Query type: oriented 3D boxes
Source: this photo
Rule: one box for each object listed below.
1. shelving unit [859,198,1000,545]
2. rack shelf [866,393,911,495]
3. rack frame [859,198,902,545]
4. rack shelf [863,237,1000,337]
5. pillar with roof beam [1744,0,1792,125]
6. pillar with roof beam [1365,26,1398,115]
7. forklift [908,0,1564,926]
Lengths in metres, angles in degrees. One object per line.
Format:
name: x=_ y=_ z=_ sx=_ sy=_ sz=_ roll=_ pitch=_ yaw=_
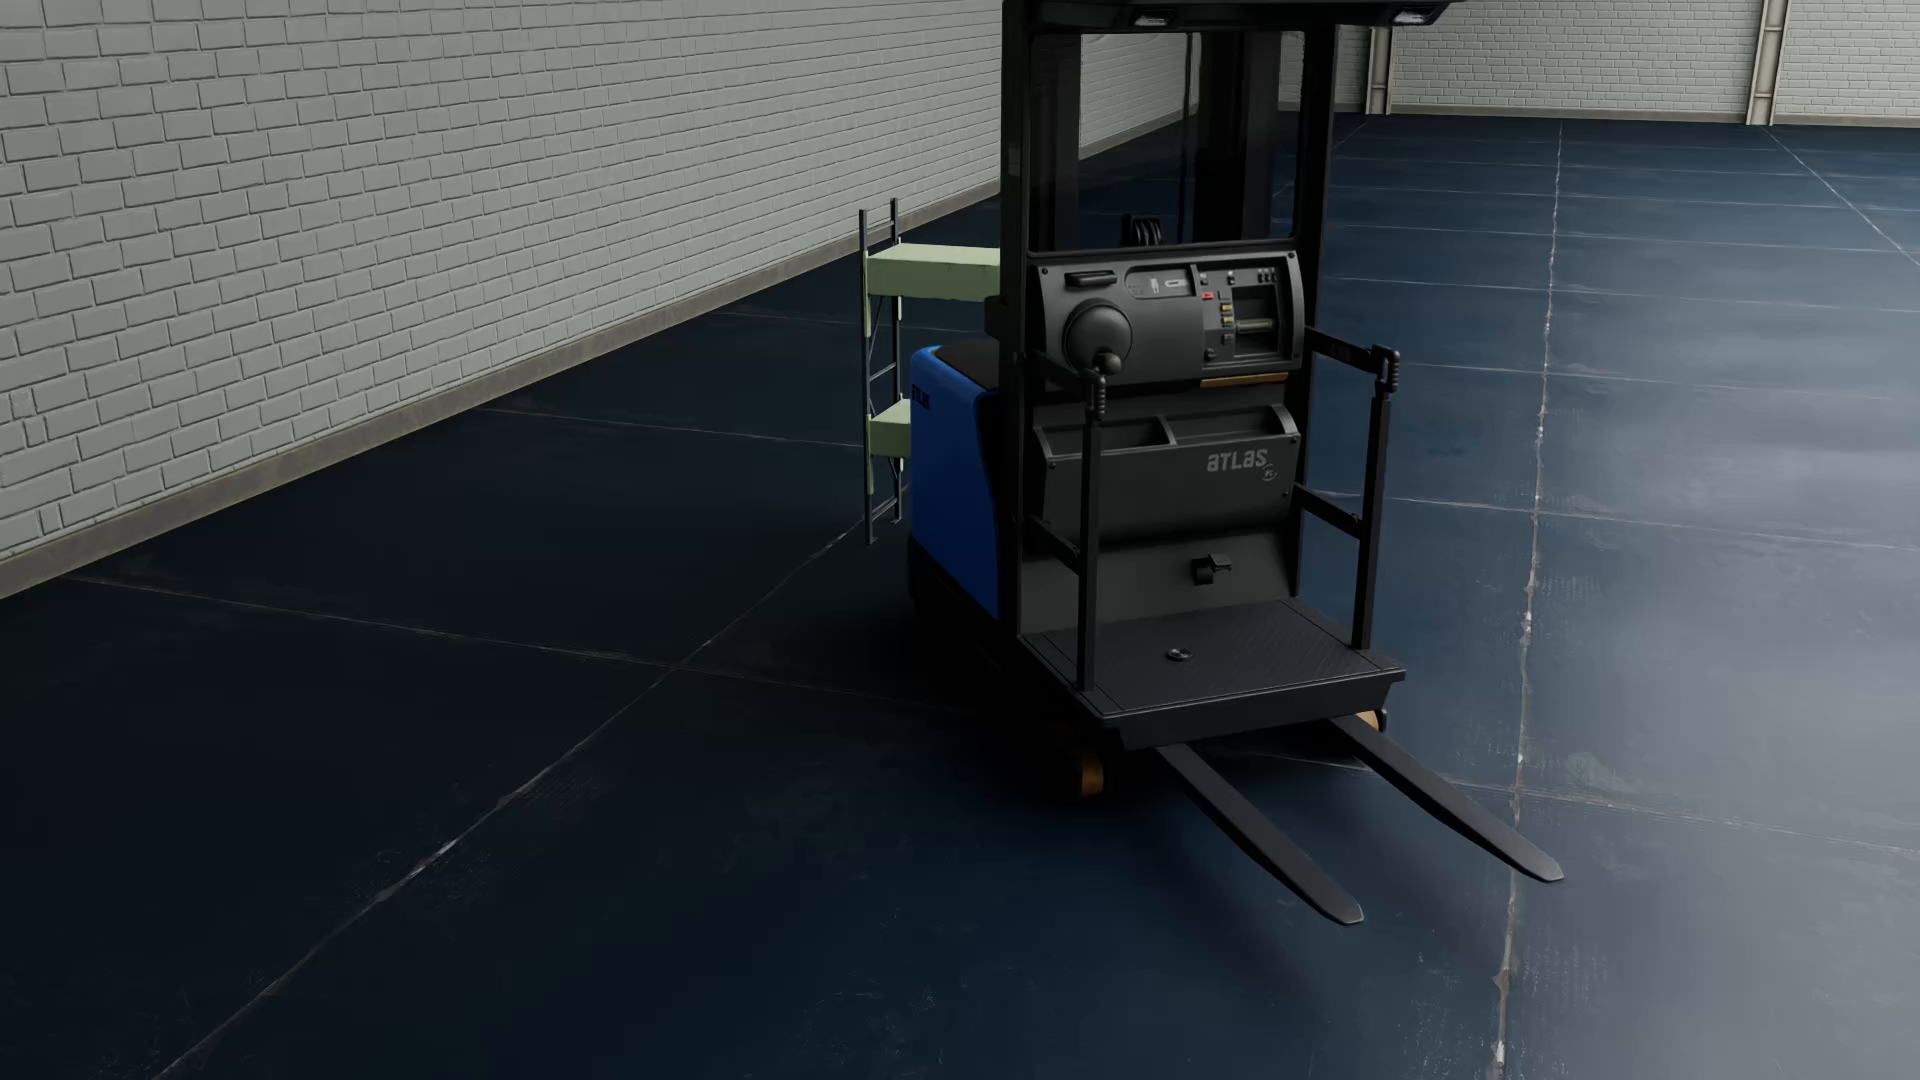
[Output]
shelving unit: x=-0.006 y=-0.709 z=7.331 sx=0.755 sy=1.500 sz=0.431 roll=7 pitch=20 yaw=18
rack shelf: x=-0.006 y=-0.401 z=7.439 sx=0.720 sy=0.370 sz=0.431 roll=7 pitch=20 yaw=18
rack frame: x=-0.352 y=-0.748 z=7.445 sx=0.023 sy=1.500 sz=0.400 roll=7 pitch=20 yaw=18
rack shelf: x=-0.006 y=-1.077 z=7.203 sx=0.720 sy=0.370 sz=0.431 roll=7 pitch=20 yaw=18
pillar with roof beam: x=11.459 y=-9.617 z=21.493 sx=0.400 sy=9.000 sz=9.100 roll=7 pitch=20 yaw=18
pillar with roof beam: x=5.791 y=-10.265 z=23.353 sx=0.400 sy=9.000 sz=9.100 roll=7 pitch=20 yaw=18
forklift: x=0.763 y=-0.720 z=5.190 sx=1.130 sy=2.935 sz=3.031 roll=-7 pitch=20 yaw=-19
